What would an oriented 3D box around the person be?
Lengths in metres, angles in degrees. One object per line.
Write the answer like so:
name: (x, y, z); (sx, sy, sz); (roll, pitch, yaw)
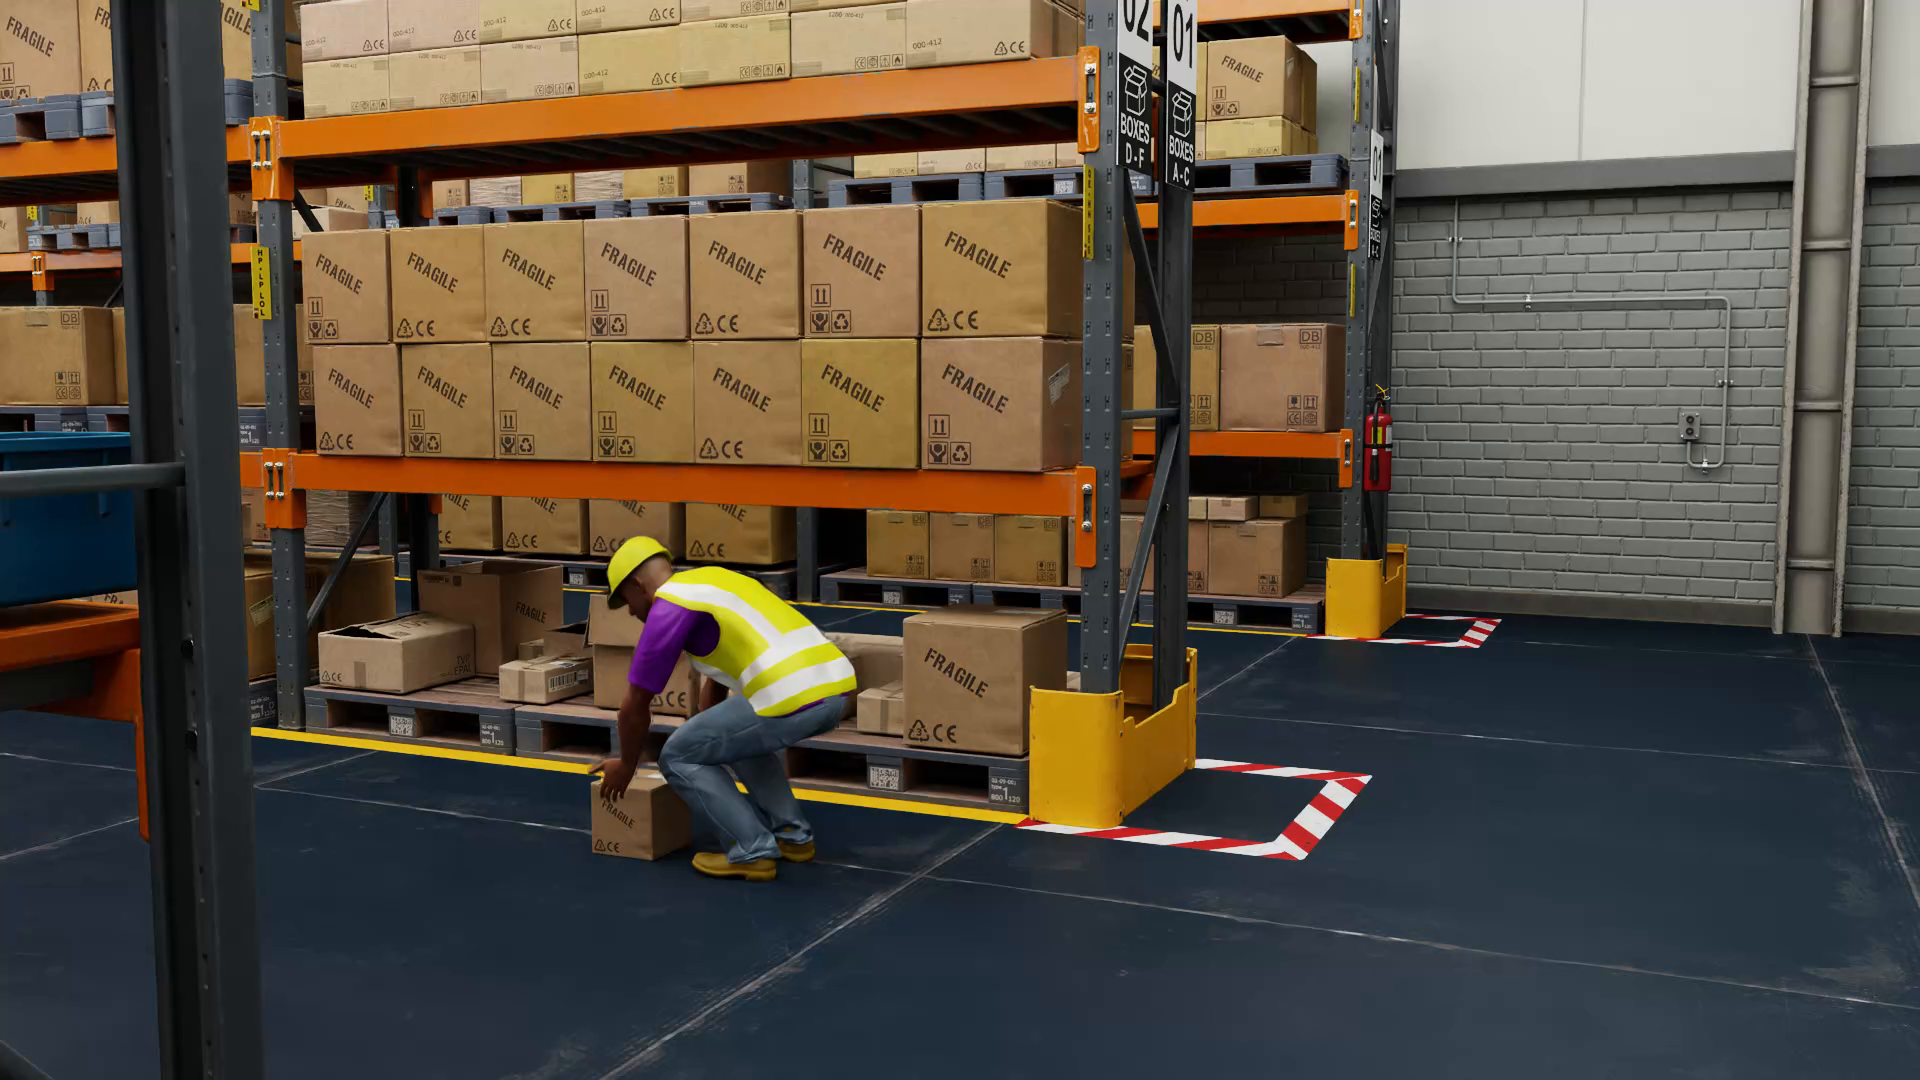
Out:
person: (-0.803, 0.554, 5.606); (0.869, 1.113, 0.606); (3, 6, 27)
